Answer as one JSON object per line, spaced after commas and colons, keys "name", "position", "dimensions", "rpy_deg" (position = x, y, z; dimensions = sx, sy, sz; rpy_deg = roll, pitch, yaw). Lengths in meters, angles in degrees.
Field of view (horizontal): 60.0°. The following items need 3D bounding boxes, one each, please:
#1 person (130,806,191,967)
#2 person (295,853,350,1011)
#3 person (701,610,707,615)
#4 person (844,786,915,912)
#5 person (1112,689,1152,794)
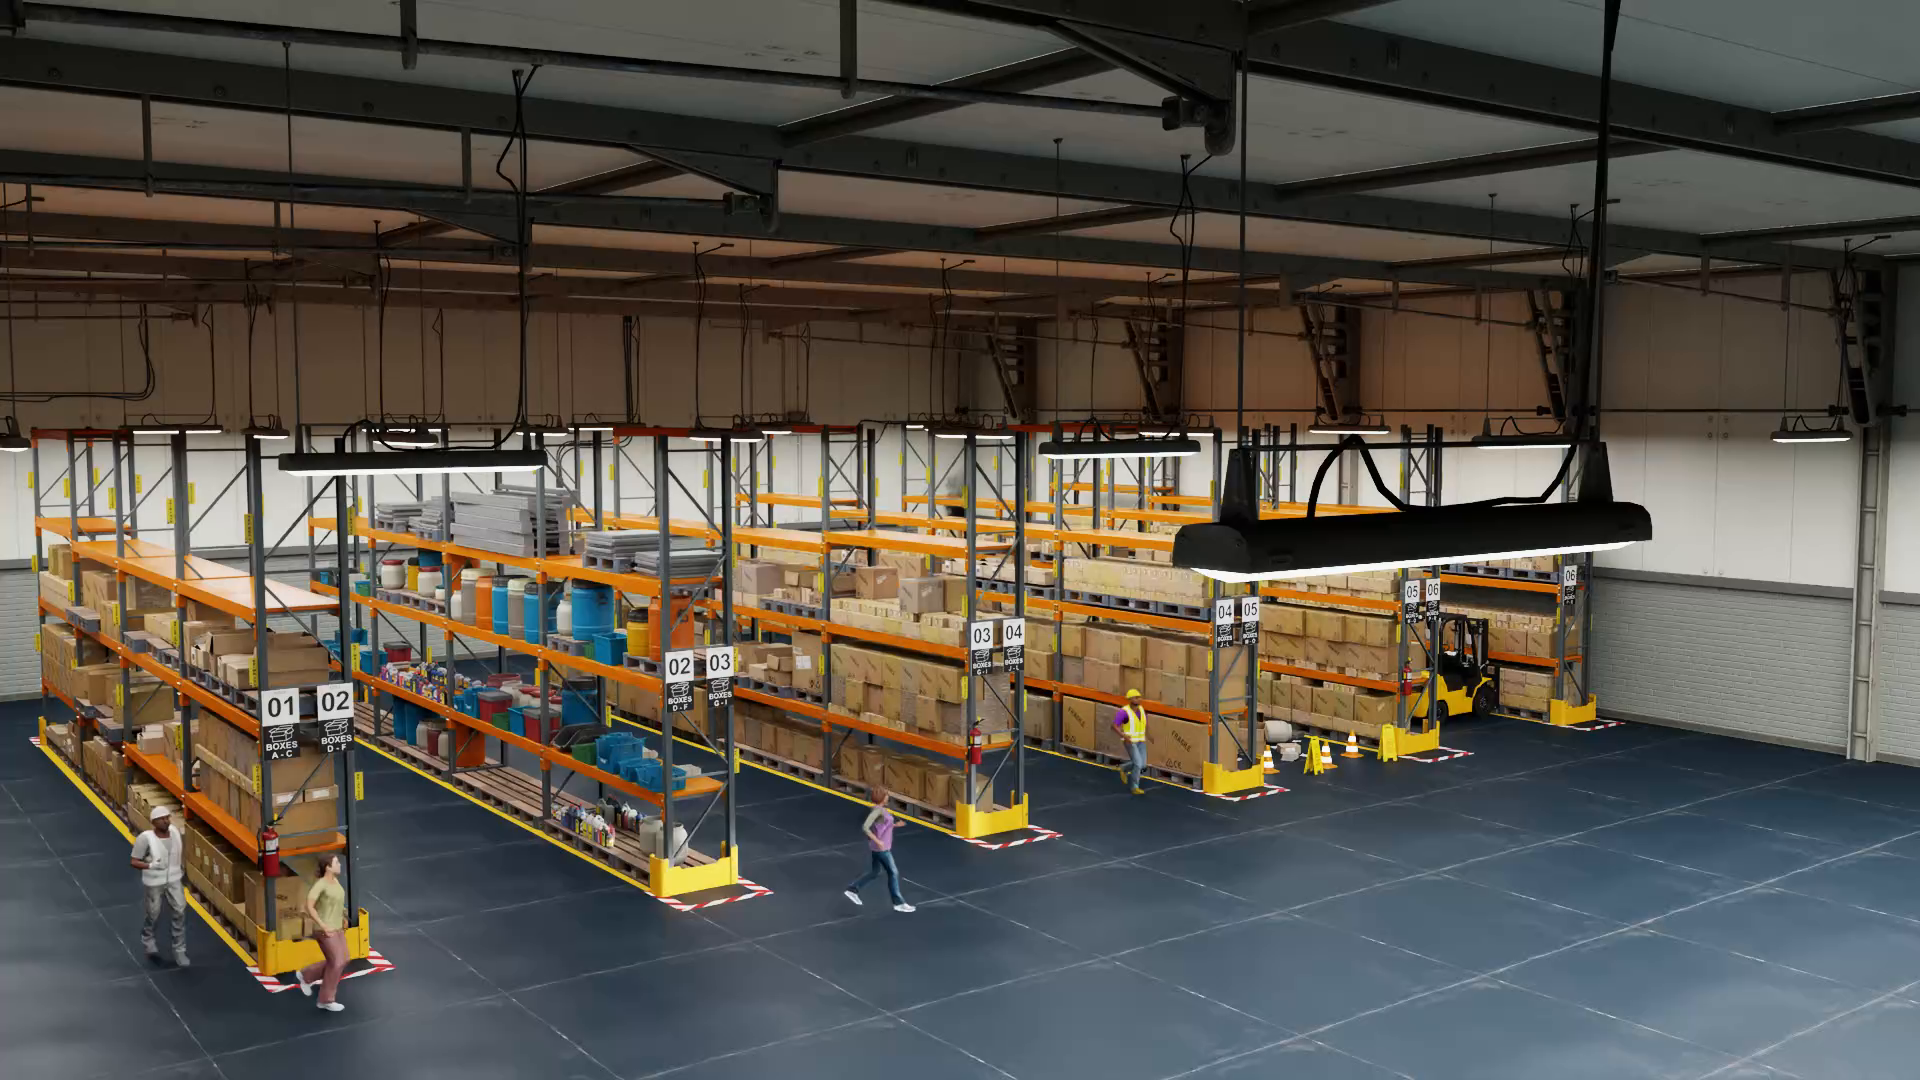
{"name": "person", "position": [-9.152, 3.947, 19.028], "dimensions": [0.813, 1.838, 0.660], "rpy_deg": [4, 6, 43]}
{"name": "person", "position": [-6.779, 4.144, 17.715], "dimensions": [0.583, 1.617, 0.620], "rpy_deg": [0, 4, 4]}
{"name": "person", "position": [-6.041, 2.453, 38.914], "dimensions": [0.687, 1.659, 0.741], "rpy_deg": [-1, 5, -16]}
{"name": "person", "position": [-1.009, 3.874, 20.855], "dimensions": [0.893, 1.586, 0.535], "rpy_deg": [0, 4, -5]}
{"name": "person", "position": [2.826, 3.313, 27.458], "dimensions": [0.730, 1.728, 0.685], "rpy_deg": [-4, 6, -39]}
